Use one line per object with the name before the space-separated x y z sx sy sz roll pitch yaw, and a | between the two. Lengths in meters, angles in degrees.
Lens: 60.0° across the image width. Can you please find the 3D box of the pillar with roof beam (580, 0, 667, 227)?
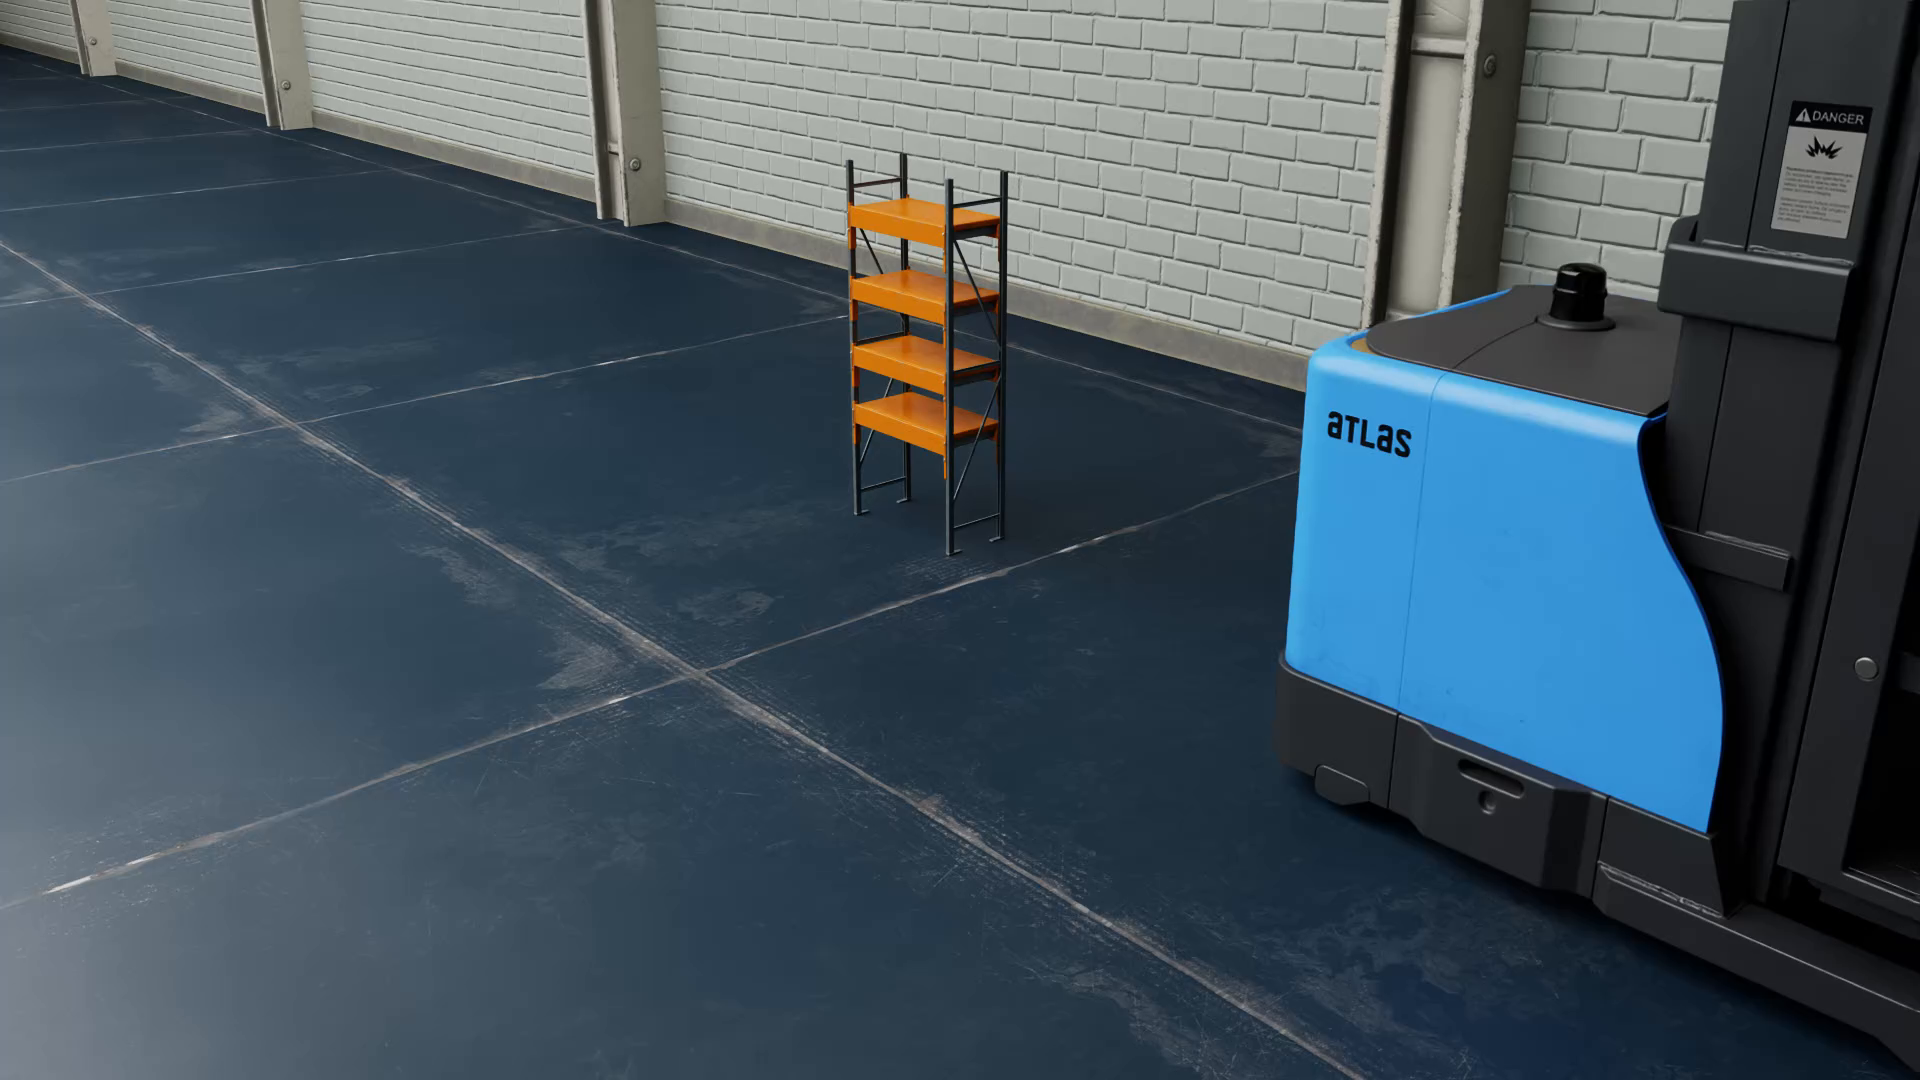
pillar with roof beam | -5.383 -5.248 6.545 9.100 9.000 0.400 -17 27 -37

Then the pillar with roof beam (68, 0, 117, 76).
pillar with roof beam | -13.216 -8.564 15.009 9.100 9.000 0.400 -17 27 -37

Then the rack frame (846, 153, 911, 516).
rack frame | -0.267 -0.672 5.554 0.240 1.200 0.015 -17 27 -37

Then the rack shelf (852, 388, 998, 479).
rack shelf | -0.108 -0.357 5.479 0.258 0.148 0.480 -17 27 -37

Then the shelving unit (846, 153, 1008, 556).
shelving unit | -0.108 -0.604 5.382 0.258 1.200 0.503 -17 27 -37

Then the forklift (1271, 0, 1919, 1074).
forklift | 2.115 -0.515 2.779 1.130 2.935 3.031 -18 28 -39

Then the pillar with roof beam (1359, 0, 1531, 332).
pillar with roof beam | -1.467 -3.591 2.312 9.100 9.000 0.400 -17 27 -37

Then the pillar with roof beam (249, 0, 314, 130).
pillar with roof beam | -9.300 -6.906 10.777 9.100 9.000 0.400 -17 27 -37

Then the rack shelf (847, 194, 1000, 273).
rack shelf | -0.108 -0.970 5.239 0.258 0.148 0.480 -17 27 -37

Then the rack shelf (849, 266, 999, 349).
rack shelf | -0.108 -0.750 5.325 0.258 0.148 0.480 -17 27 -37

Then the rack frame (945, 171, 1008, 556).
rack frame | 0.051 -0.537 5.210 0.240 1.200 0.015 -17 27 -37

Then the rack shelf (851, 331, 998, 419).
rack shelf | -0.108 -0.542 5.406 0.258 0.148 0.480 -17 27 -37
